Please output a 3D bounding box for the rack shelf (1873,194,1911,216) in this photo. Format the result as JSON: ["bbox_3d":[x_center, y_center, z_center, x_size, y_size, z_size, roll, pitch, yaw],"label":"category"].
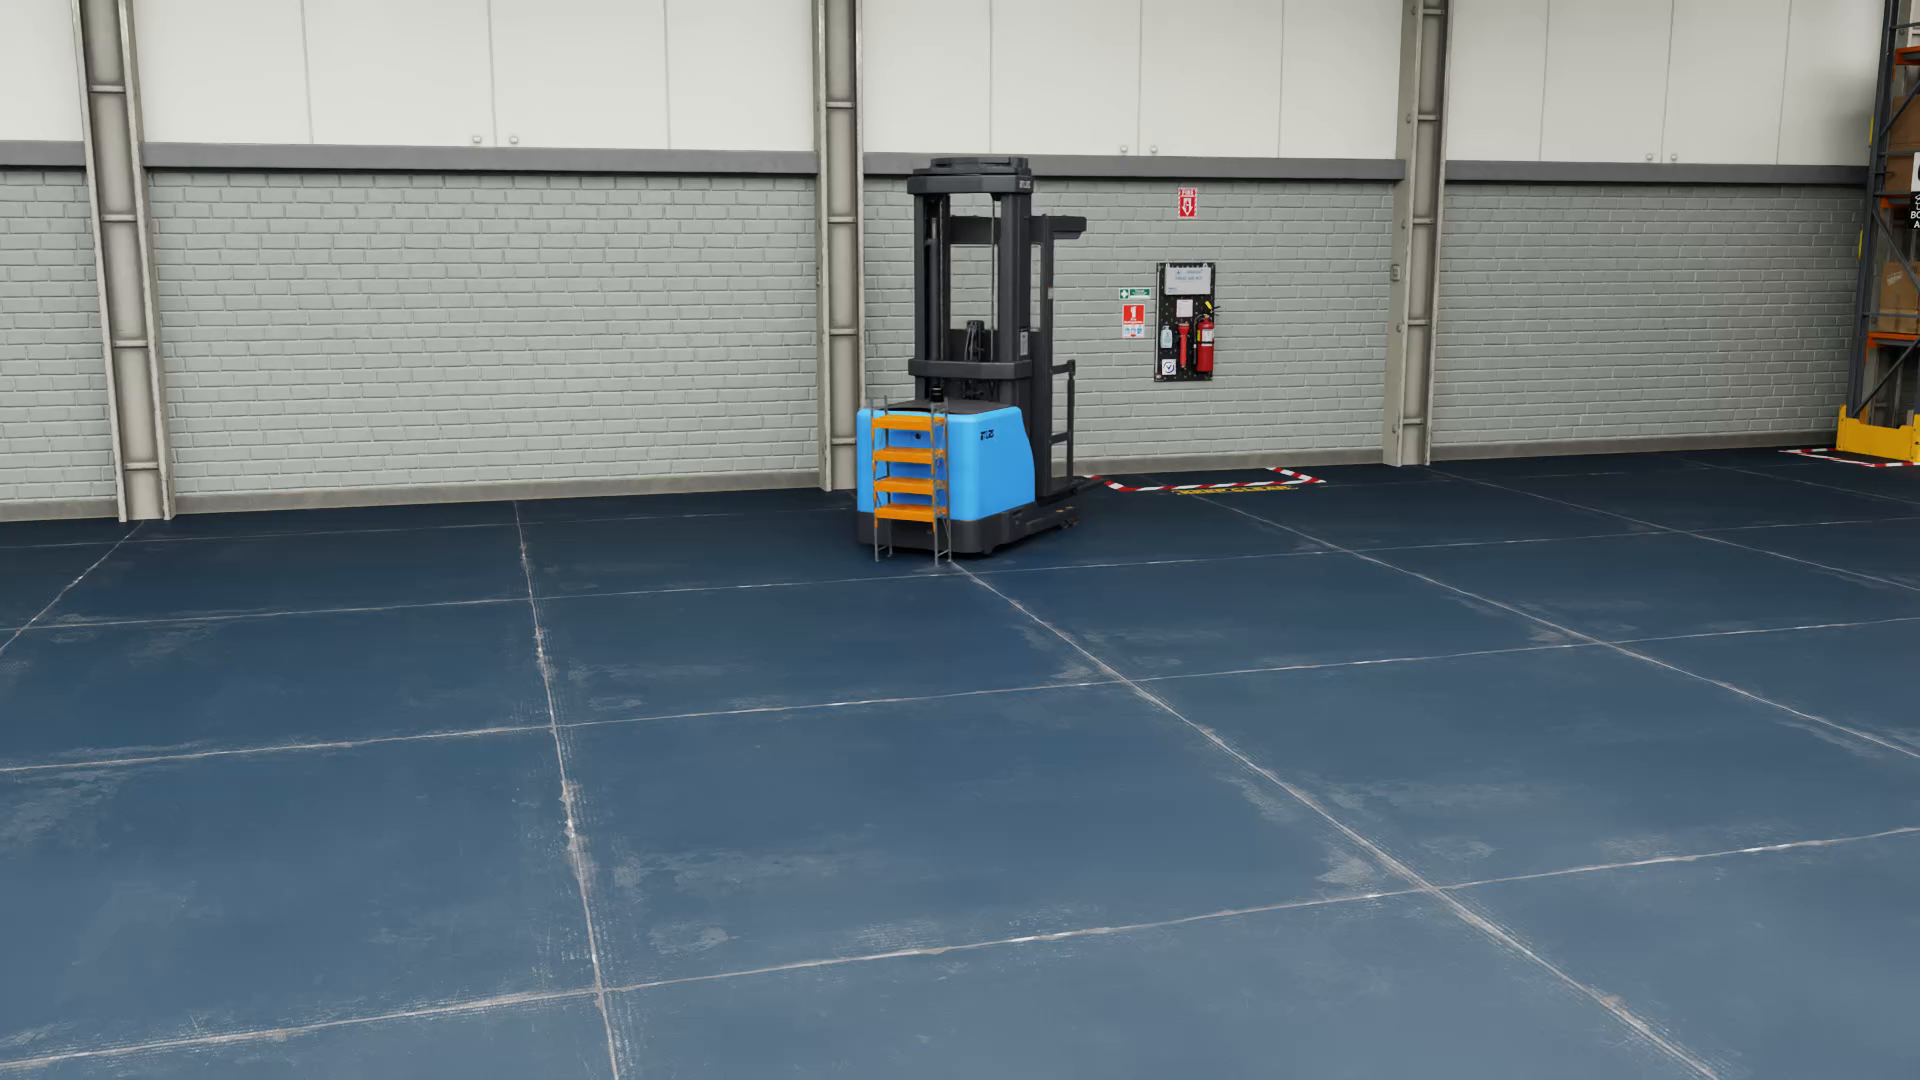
[{"bbox_3d":[11.905,-3.611,18.080,4.000,0.370,1.077,-3,11,-16],"label":"rack shelf"}]

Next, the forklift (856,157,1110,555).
[{"bbox_3d":[0.340,-1.555,13.399,1.130,2.935,3.031,5,12,27],"label":"forklift"}]

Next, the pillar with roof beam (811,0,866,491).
[{"bbox_3d":[0.096,-4.169,10.839,0.400,9.000,9.100,-3,11,-16],"label":"pillar with roof beam"}]

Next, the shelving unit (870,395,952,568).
[{"bbox_3d":[-0.354,-0.430,12.032,0.503,1.200,0.258,5,15,25],"label":"shelving unit"}]

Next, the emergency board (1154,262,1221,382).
[{"bbox_3d":[2.270,-2.152,16.453,0.643,1.169,0.194,-3,11,-16],"label":"emergency board"}]

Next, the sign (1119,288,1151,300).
[{"bbox_3d":[1.717,-2.419,16.340,0.331,0.109,0.001,-3,11,-16],"label":"sign"}]

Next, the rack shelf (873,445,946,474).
[{"bbox_3d":[-0.358,-0.582,11.996,0.480,0.148,0.258,5,15,25],"label":"rack shelf"}]

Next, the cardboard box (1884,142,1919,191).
[{"bbox_3d":[10.314,-3.988,17.808,0.500,0.500,0.500,-2,11,-12],"label":"cardboard box"}]

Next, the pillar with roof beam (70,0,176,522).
[{"bbox_3d":[-5.665,-3.866,9.189,0.400,9.000,9.100,-3,11,-16],"label":"pillar with roof beam"}]

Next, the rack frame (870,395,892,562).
[{"bbox_3d":[-0.575,-0.449,12.135,0.015,1.200,0.240,5,15,25],"label":"rack frame"}]

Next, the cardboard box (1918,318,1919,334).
[{"bbox_3d":[10.542,-2.294,17.583,0.500,0.250,0.500,-3,11,-18],"label":"cardboard box"}]

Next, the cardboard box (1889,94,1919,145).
[{"bbox_3d":[10.325,-4.482,17.729,0.500,0.500,0.500,-3,11,-13],"label":"cardboard box"}]

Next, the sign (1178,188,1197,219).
[{"bbox_3d":[2.235,-3.309,16.335,0.199,0.298,0.001,-3,11,-16],"label":"sign"}]

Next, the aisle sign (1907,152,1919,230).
[{"bbox_3d":[9.999,-3.611,17.198,0.004,0.787,0.394,-3,11,-16],"label":"aisle sign"}]

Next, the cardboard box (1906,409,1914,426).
[{"bbox_3d":[10.674,-1.302,18.045,0.500,0.311,0.500,-4,11,-22],"label":"cardboard box"}]

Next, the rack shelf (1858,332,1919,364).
[{"bbox_3d":[11.905,-2.136,18.351,4.000,0.370,1.077,-3,11,-16],"label":"rack shelf"}]

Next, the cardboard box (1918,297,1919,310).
[{"bbox_3d":[10.527,-2.665,17.528,0.500,0.500,0.500,-3,11,-16],"label":"cardboard box"}]

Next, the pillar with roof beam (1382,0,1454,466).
[{"bbox_3d":[5.857,-4.473,12.488,0.400,9.000,9.100,-3,11,-16],"label":"pillar with roof beam"}]

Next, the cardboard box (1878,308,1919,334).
[{"bbox_3d":[10.379,-2.382,18.060,0.500,0.250,0.500,-3,11,-15],"label":"cardboard box"}]

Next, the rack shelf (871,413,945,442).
[{"bbox_3d":[-0.363,-0.813,11.943,0.480,0.148,0.258,5,15,25],"label":"rack shelf"}]

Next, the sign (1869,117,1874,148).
[{"bbox_3d":[9.848,-4.397,17.914,0.005,0.325,0.100,-3,11,-16],"label":"sign"}]

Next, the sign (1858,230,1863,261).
[{"bbox_3d":[9.848,-3.211,18.133,0.005,0.325,0.100,-3,11,-16],"label":"sign"}]

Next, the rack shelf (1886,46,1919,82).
[{"bbox_3d":[11.905,-5.085,17.808,4.000,0.370,1.077,-3,11,-16],"label":"rack shelf"}]

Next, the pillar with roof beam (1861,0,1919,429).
[{"bbox_3d":[11.618,-4.776,14.137,0.400,9.000,9.100,-3,11,-16],"label":"pillar with roof beam"}]

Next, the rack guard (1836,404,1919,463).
[{"bbox_3d":[10.057,-1.163,17.984,0.348,0.500,1.175,-3,11,-16],"label":"rack guard"}]

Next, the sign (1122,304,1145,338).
[{"bbox_3d":[1.711,-2.160,16.395,0.234,0.329,0.001,-3,11,-16],"label":"sign"}]

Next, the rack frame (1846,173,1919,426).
[{"bbox_3d":[9.984,-2.389,17.736,0.127,3.000,1.000,-3,11,-16],"label":"rack frame"}]

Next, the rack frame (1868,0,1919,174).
[{"bbox_3d":[9.984,-5.339,17.193,0.127,3.000,1.000,-3,11,-16],"label":"rack frame"}]

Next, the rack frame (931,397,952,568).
[{"bbox_3d":[-0.134,-0.411,11.929,0.015,1.200,0.240,5,15,25],"label":"rack frame"}]

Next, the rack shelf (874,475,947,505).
[{"bbox_3d":[-0.353,-0.365,12.047,0.480,0.148,0.258,5,15,25],"label":"rack shelf"}]

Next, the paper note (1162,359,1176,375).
[{"bbox_3d":[2.081,-1.722,16.549,0.142,0.148,0.016,-3,11,-16],"label":"paper note"}]

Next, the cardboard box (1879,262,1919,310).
[{"bbox_3d":[10.377,-2.754,18.011,0.500,0.500,0.500,-3,11,-17],"label":"cardboard box"}]

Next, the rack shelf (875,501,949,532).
[{"bbox_3d":[-0.348,-0.171,12.092,0.480,0.148,0.258,5,15,25],"label":"rack shelf"}]
